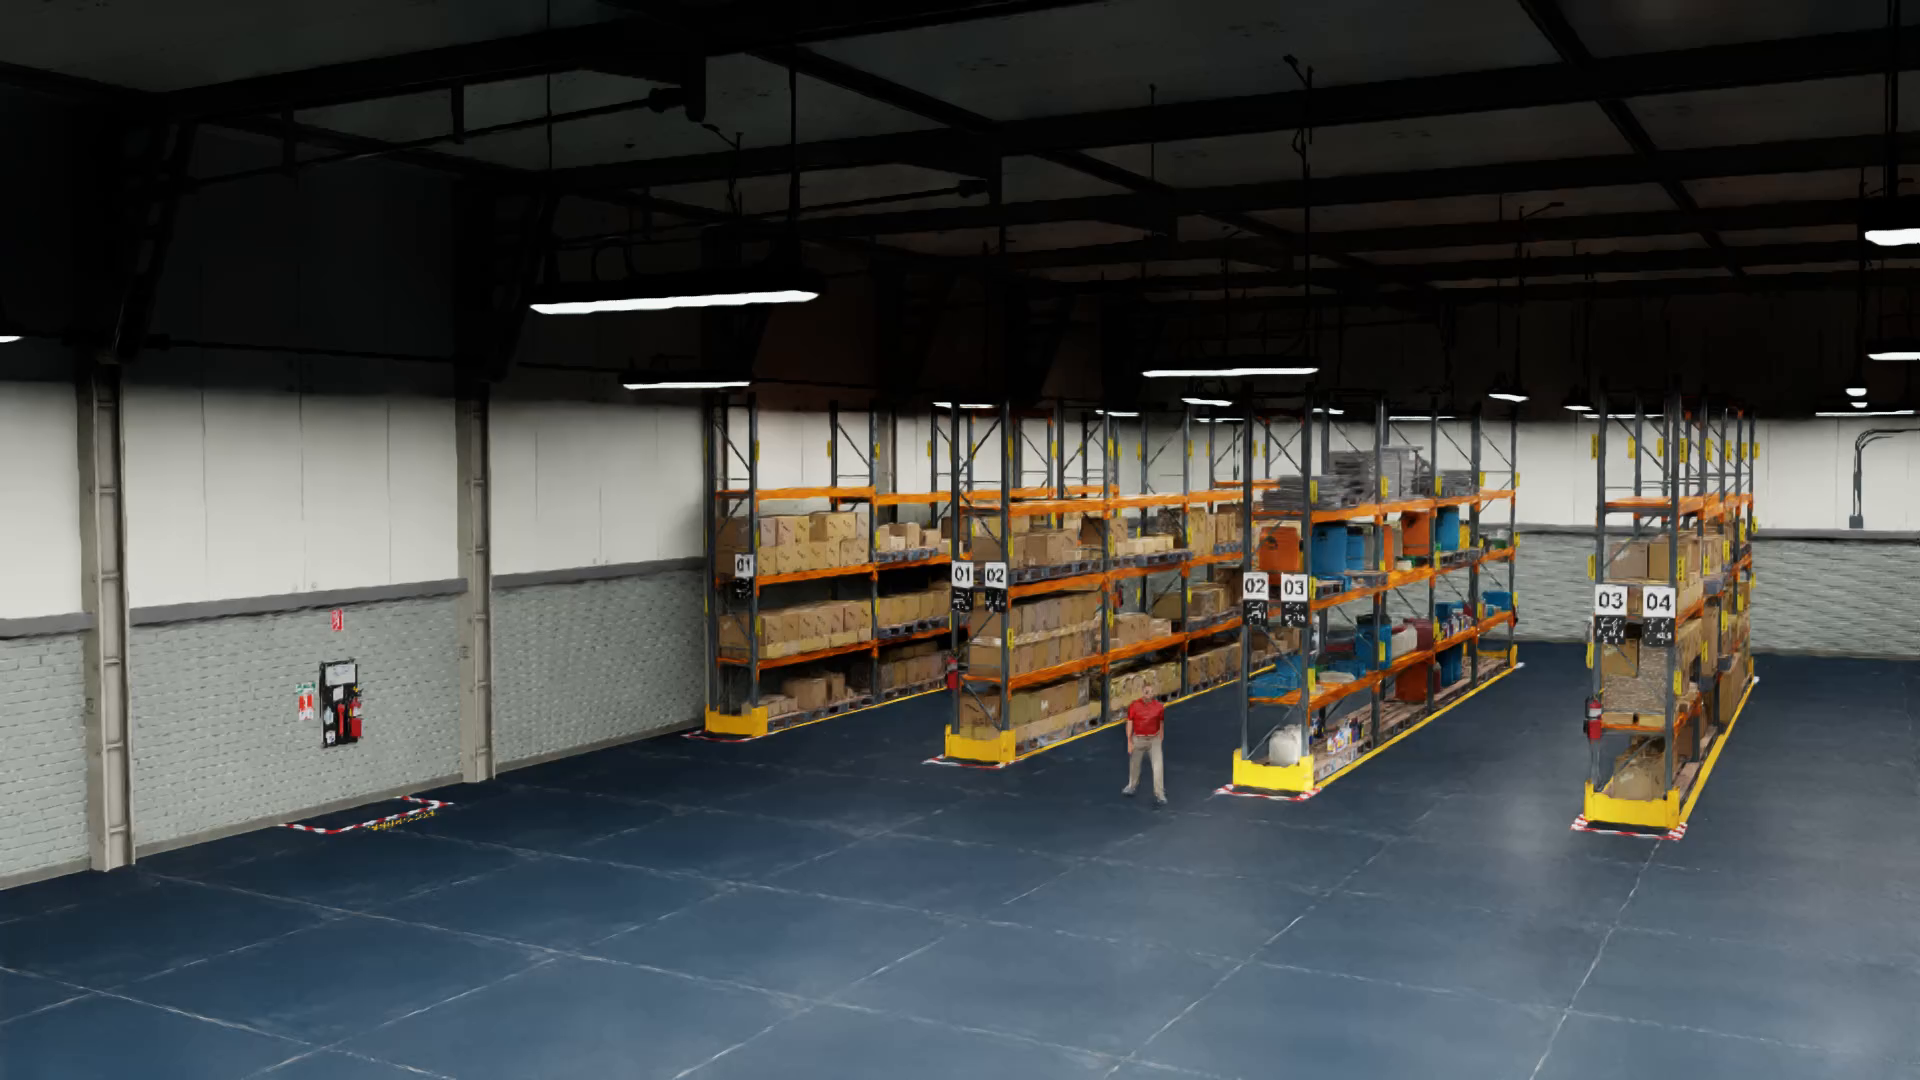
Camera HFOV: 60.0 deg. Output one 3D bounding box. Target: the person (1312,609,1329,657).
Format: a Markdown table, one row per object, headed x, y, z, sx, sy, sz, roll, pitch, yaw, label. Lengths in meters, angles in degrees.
| x | y | z | sx | sy | sz | roll | pitch | yaw | label |
| --- | --- | --- | --- | --- | --- | --- | --- | --- | --- |
| 7.758 | 2.229 | 35.641 | 0.408 | 1.679 | 0.538 | 0 | 3 | -1 | person |

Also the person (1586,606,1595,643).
| x | y | z | sx | sy | sz | roll | pitch | yaw | label |
| --- | --- | --- | --- | --- | --- | --- | --- | --- | --- |
| 13.862 | 2.193 | 36.084 | 0.543 | 1.700 | 1.115 | 2 | 4 | 31 | person |

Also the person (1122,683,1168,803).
| x | y | z | sx | sy | sz | roll | pitch | yaw | label |
| --- | --- | --- | --- | --- | --- | --- | --- | --- | --- |
| 2.633 | 2.870 | 23.729 | 0.613 | 1.690 | 0.953 | 0 | 3 | 2 | person |

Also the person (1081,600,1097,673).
| x | y | z | sx | sy | sz | roll | pitch | yaw | label |
| --- | --- | --- | --- | --- | --- | --- | --- | --- | --- |
| 2.918 | 2.109 | 36.923 | 0.464 | 1.763 | 0.645 | 0 | 3 | 3 | person |
